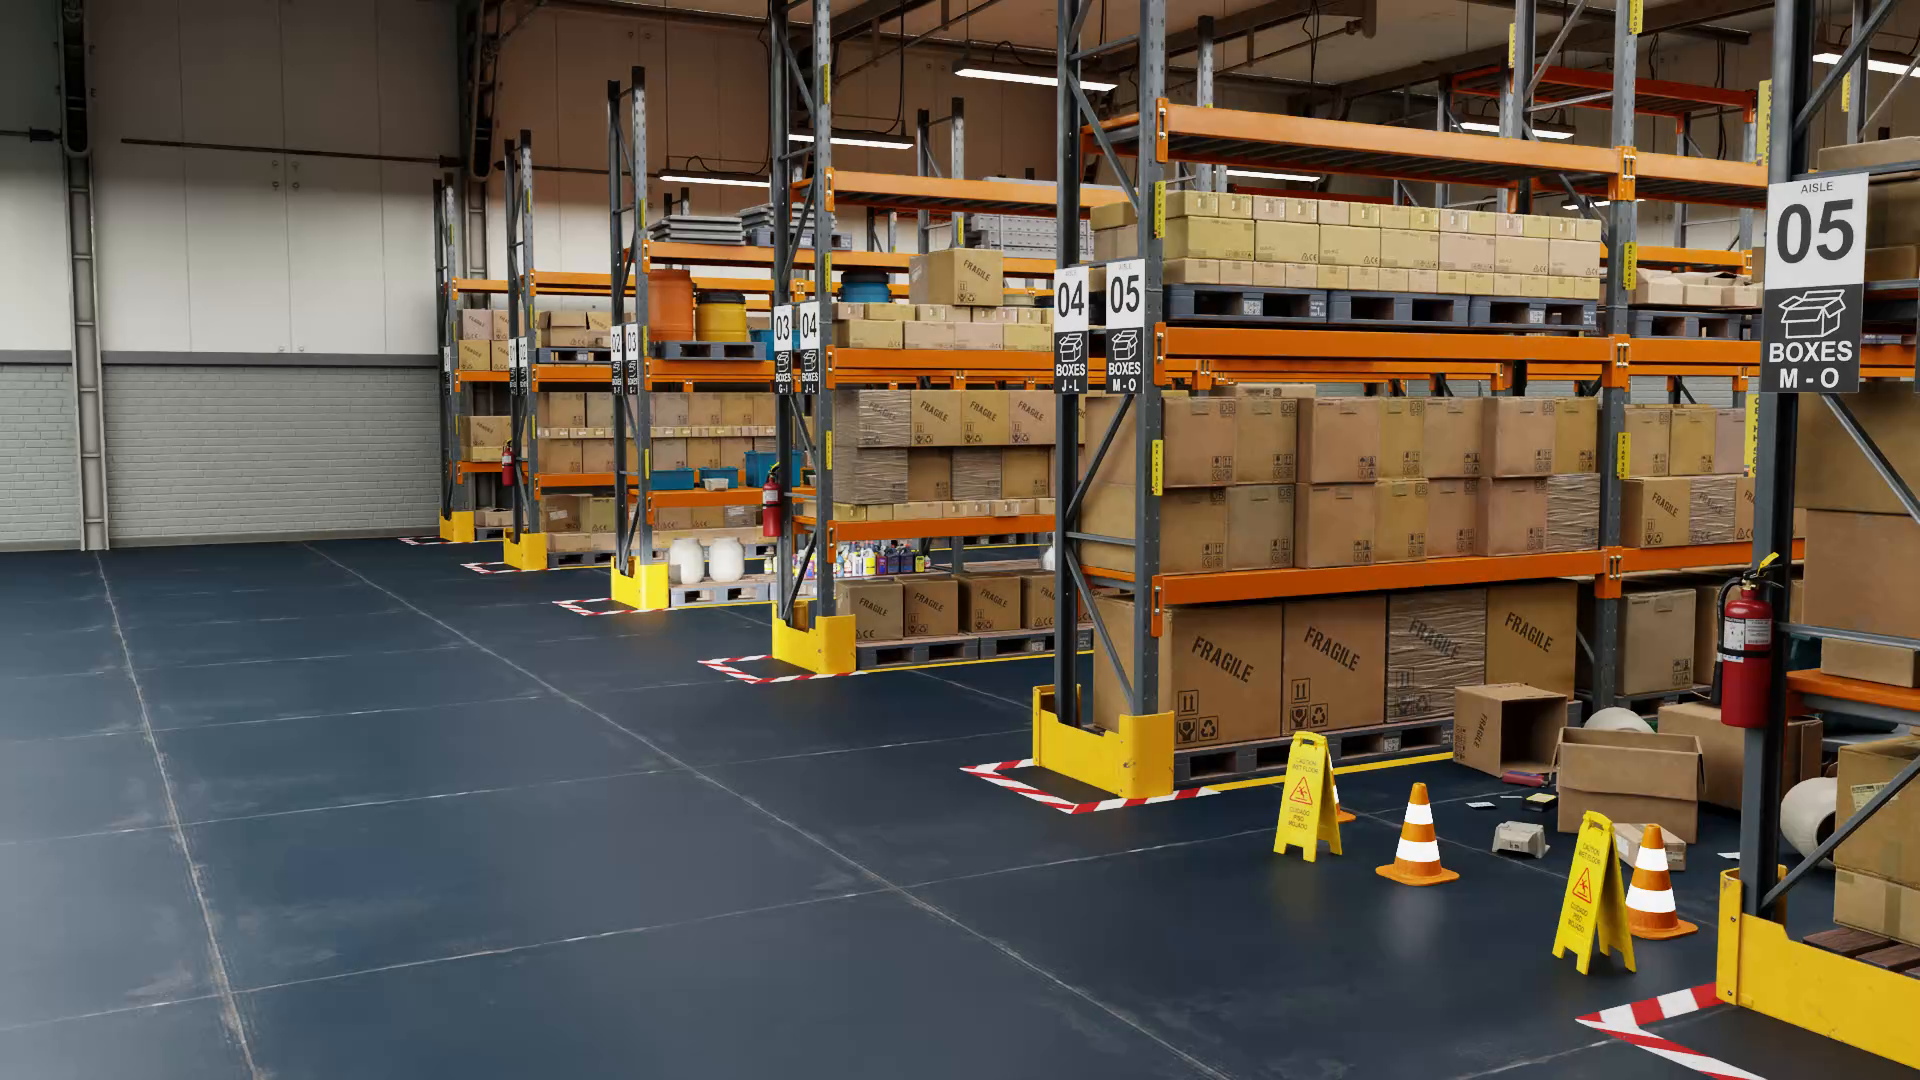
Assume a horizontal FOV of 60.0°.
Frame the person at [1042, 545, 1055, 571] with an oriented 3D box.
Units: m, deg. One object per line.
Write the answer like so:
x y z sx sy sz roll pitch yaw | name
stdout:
1.333 0.316 18.350 0.920 1.004 0.547 -3 6 -30 | person
